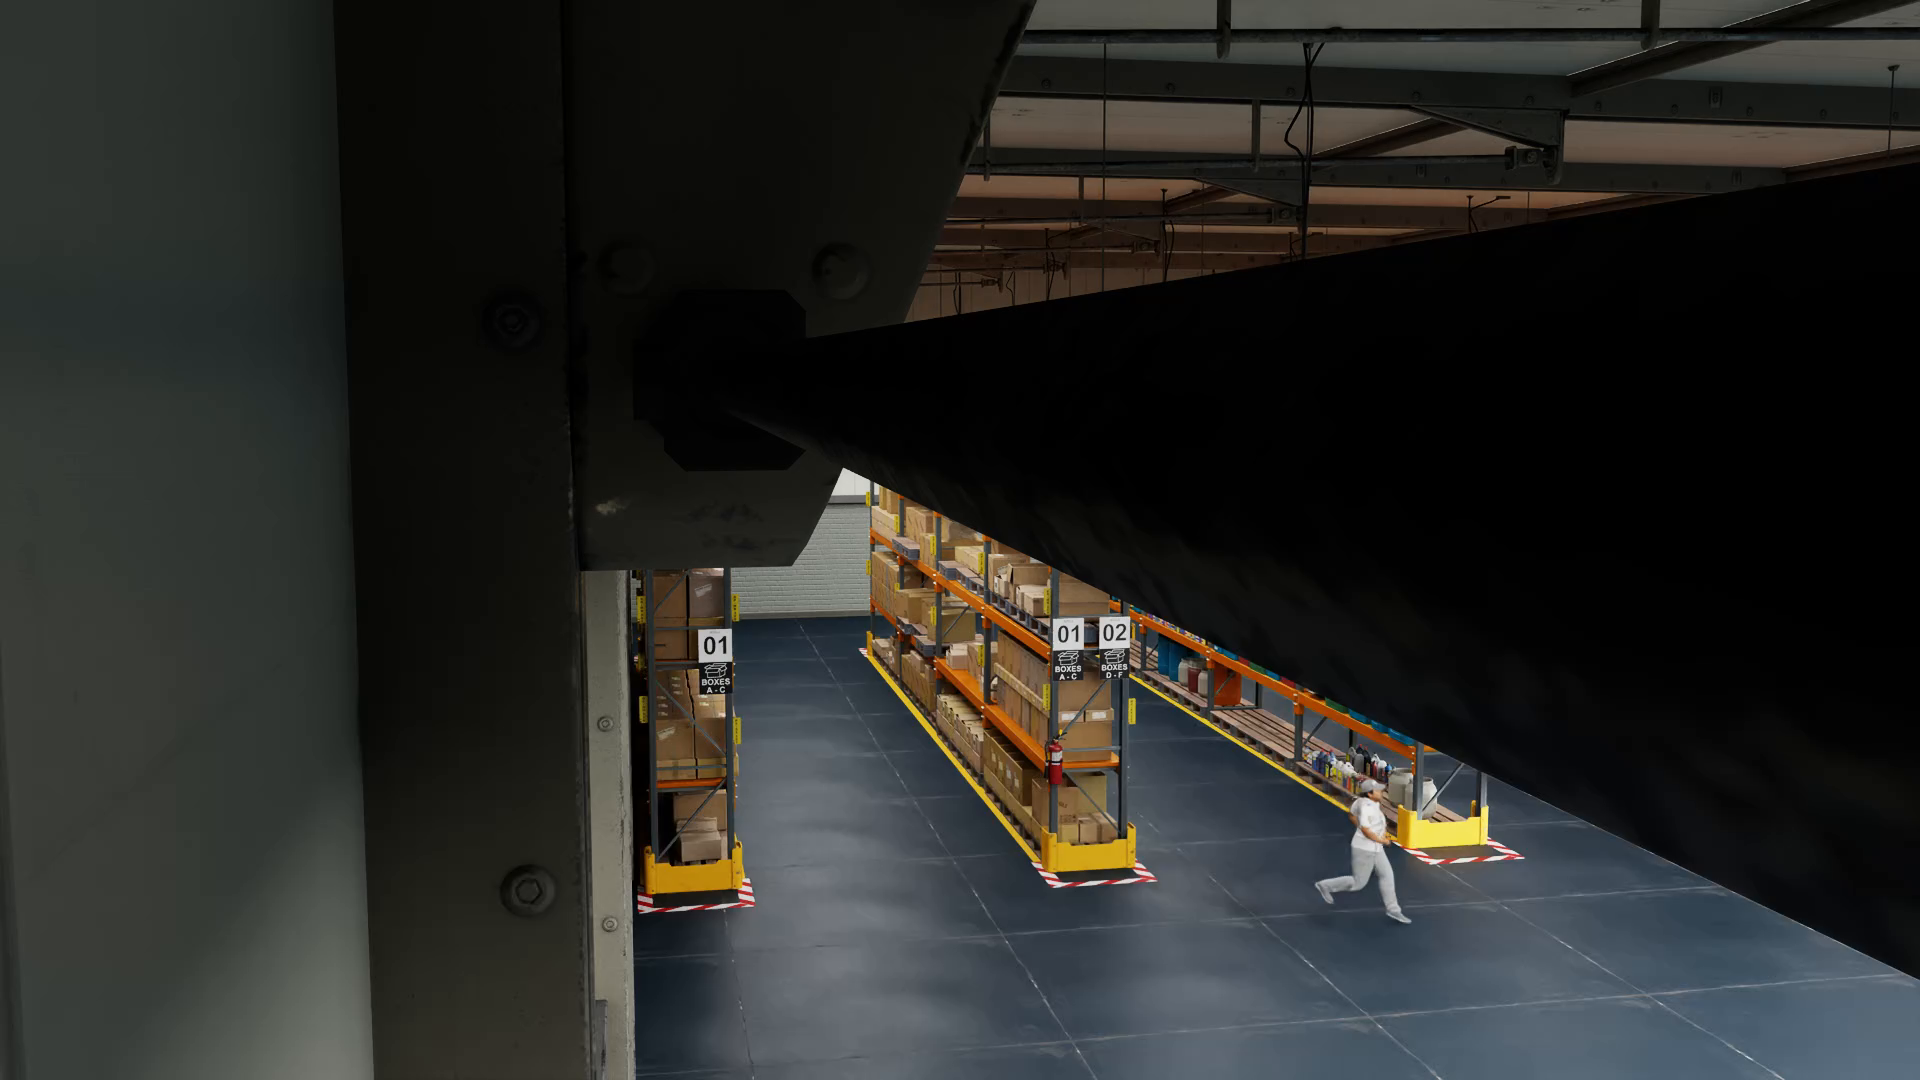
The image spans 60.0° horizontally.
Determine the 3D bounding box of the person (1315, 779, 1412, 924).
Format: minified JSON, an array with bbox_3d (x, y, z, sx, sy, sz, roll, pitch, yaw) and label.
[{"bbox_3d":[4.656,3.554,18.980,1.001,1.671,0.578,2,6,19],"label":"person"}]
